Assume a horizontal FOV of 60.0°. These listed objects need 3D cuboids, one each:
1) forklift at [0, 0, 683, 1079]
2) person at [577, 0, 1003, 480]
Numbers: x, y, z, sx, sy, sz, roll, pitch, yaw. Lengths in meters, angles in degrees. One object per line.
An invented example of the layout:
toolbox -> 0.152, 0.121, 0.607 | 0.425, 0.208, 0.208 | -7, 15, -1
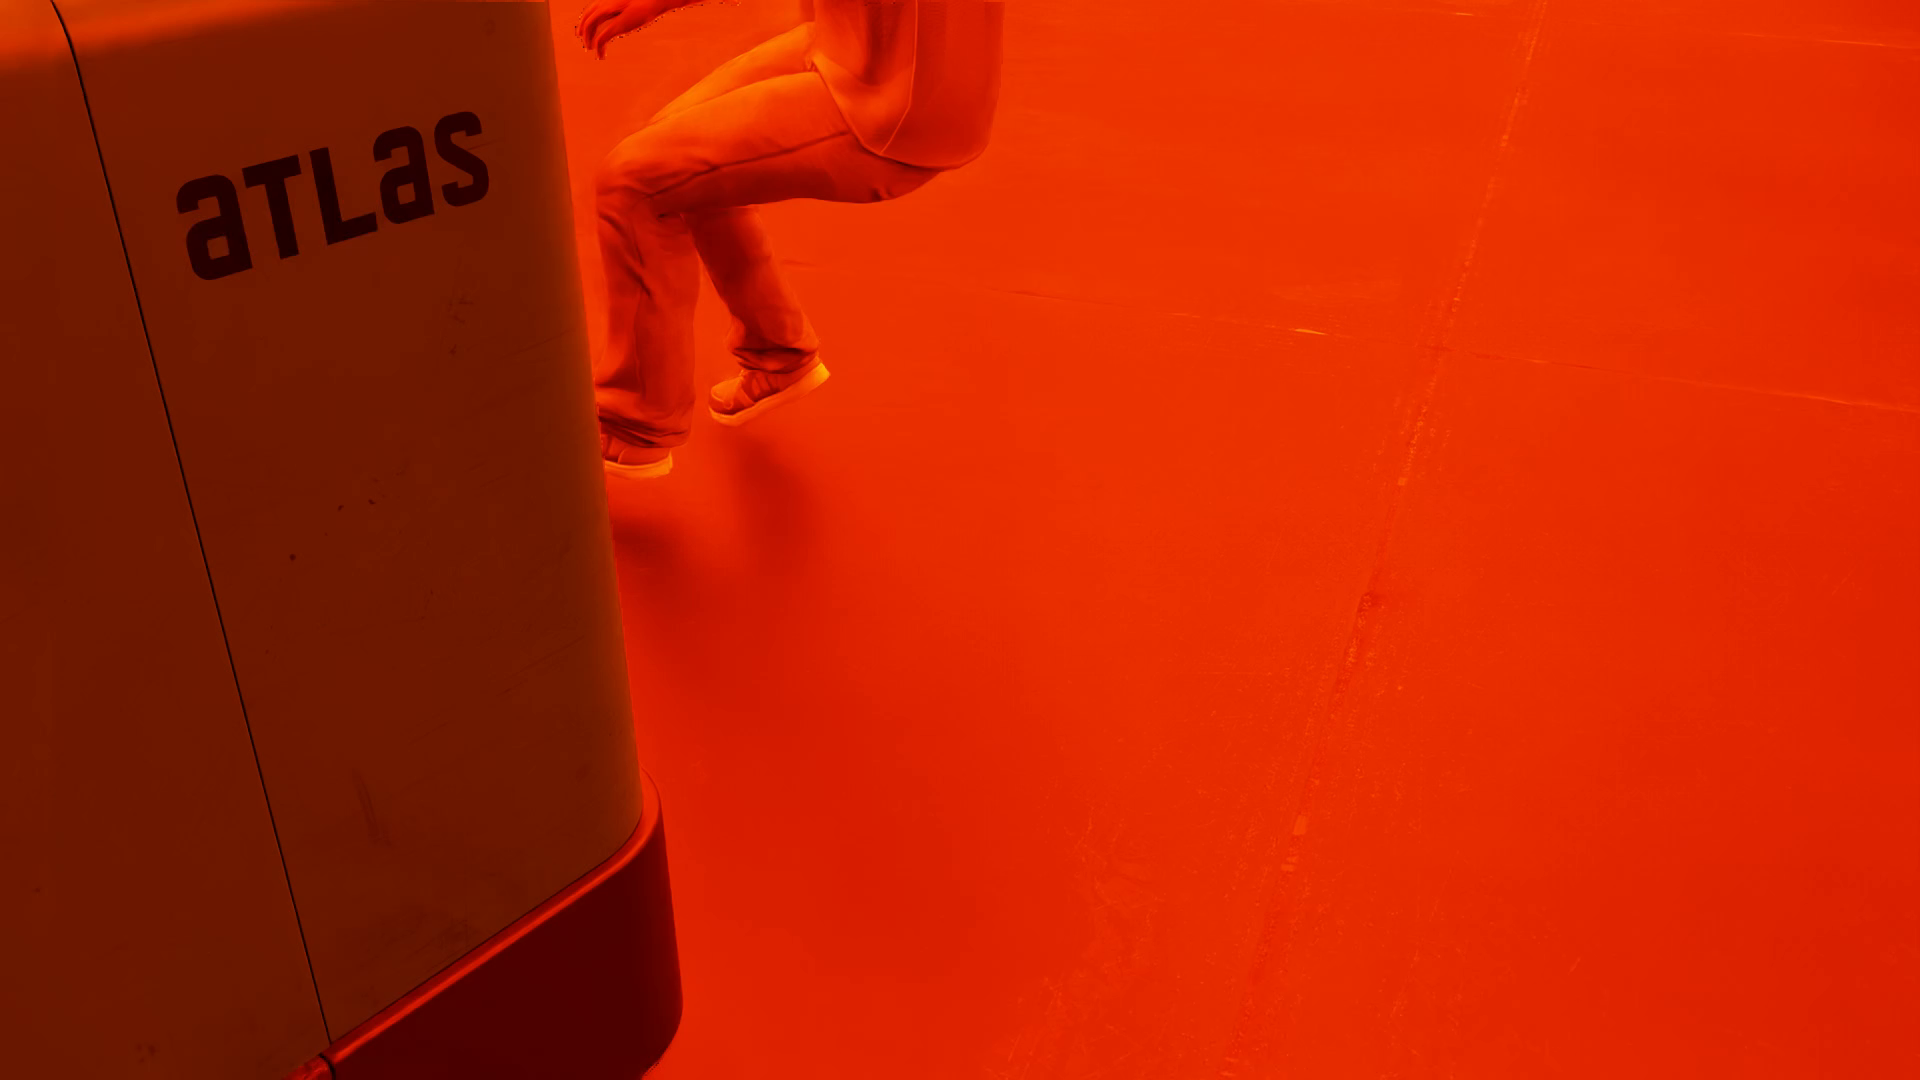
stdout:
forklift -> -1.574, -0.351, 0.146 | 1.130, 2.935, 3.031 | 22, 36, 33
person -> -0.321, -0.672, 2.260 | 0.760, 1.395, 0.689 | 0, 30, 0
